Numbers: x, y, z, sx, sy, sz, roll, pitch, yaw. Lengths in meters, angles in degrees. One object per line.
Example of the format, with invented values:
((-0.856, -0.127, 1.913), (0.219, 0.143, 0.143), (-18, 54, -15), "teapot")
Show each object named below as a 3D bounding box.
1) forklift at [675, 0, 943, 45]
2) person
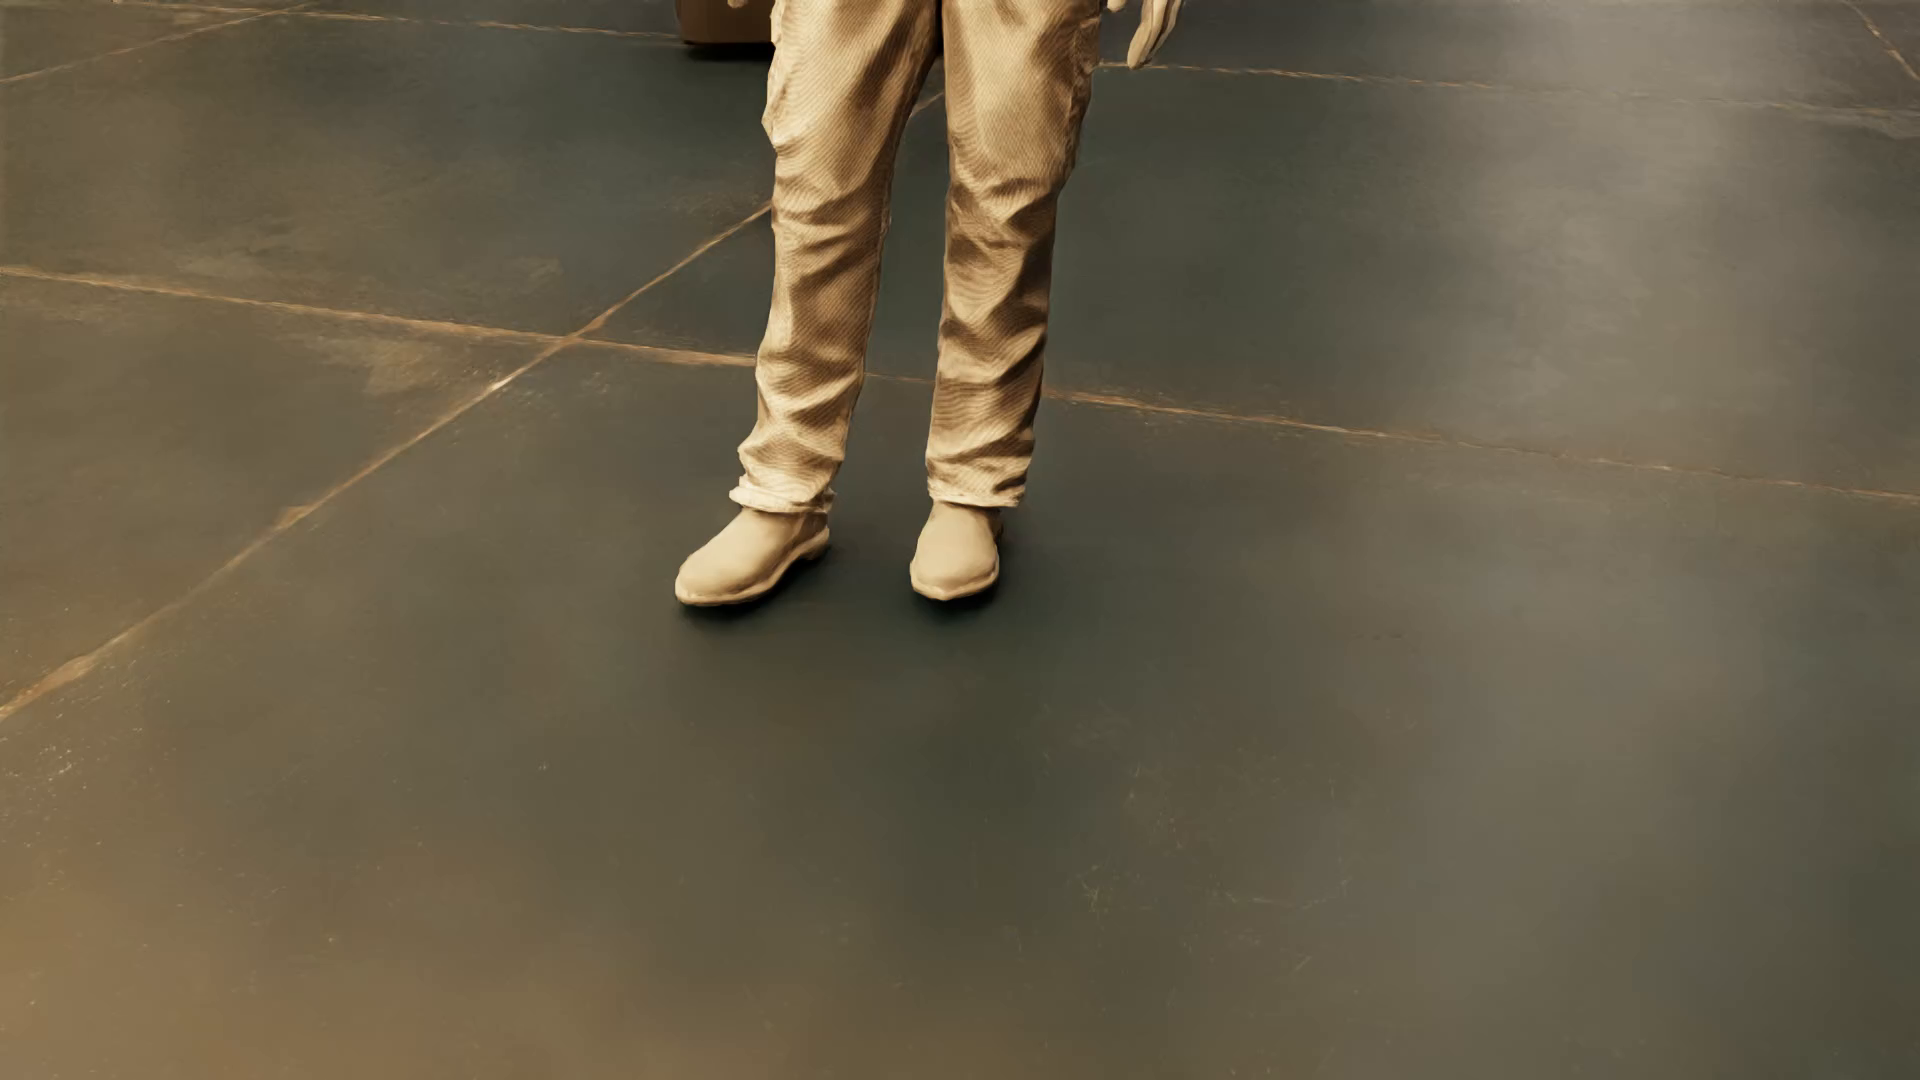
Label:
((-0.568, -3.636, 6.402), (1.130, 2.935, 3.031), (-2, 27, -5), "forklift")
((-0.029, -0.770, 2.033), (0.655, 1.782, 0.576), (8, 28, 16), "person")
